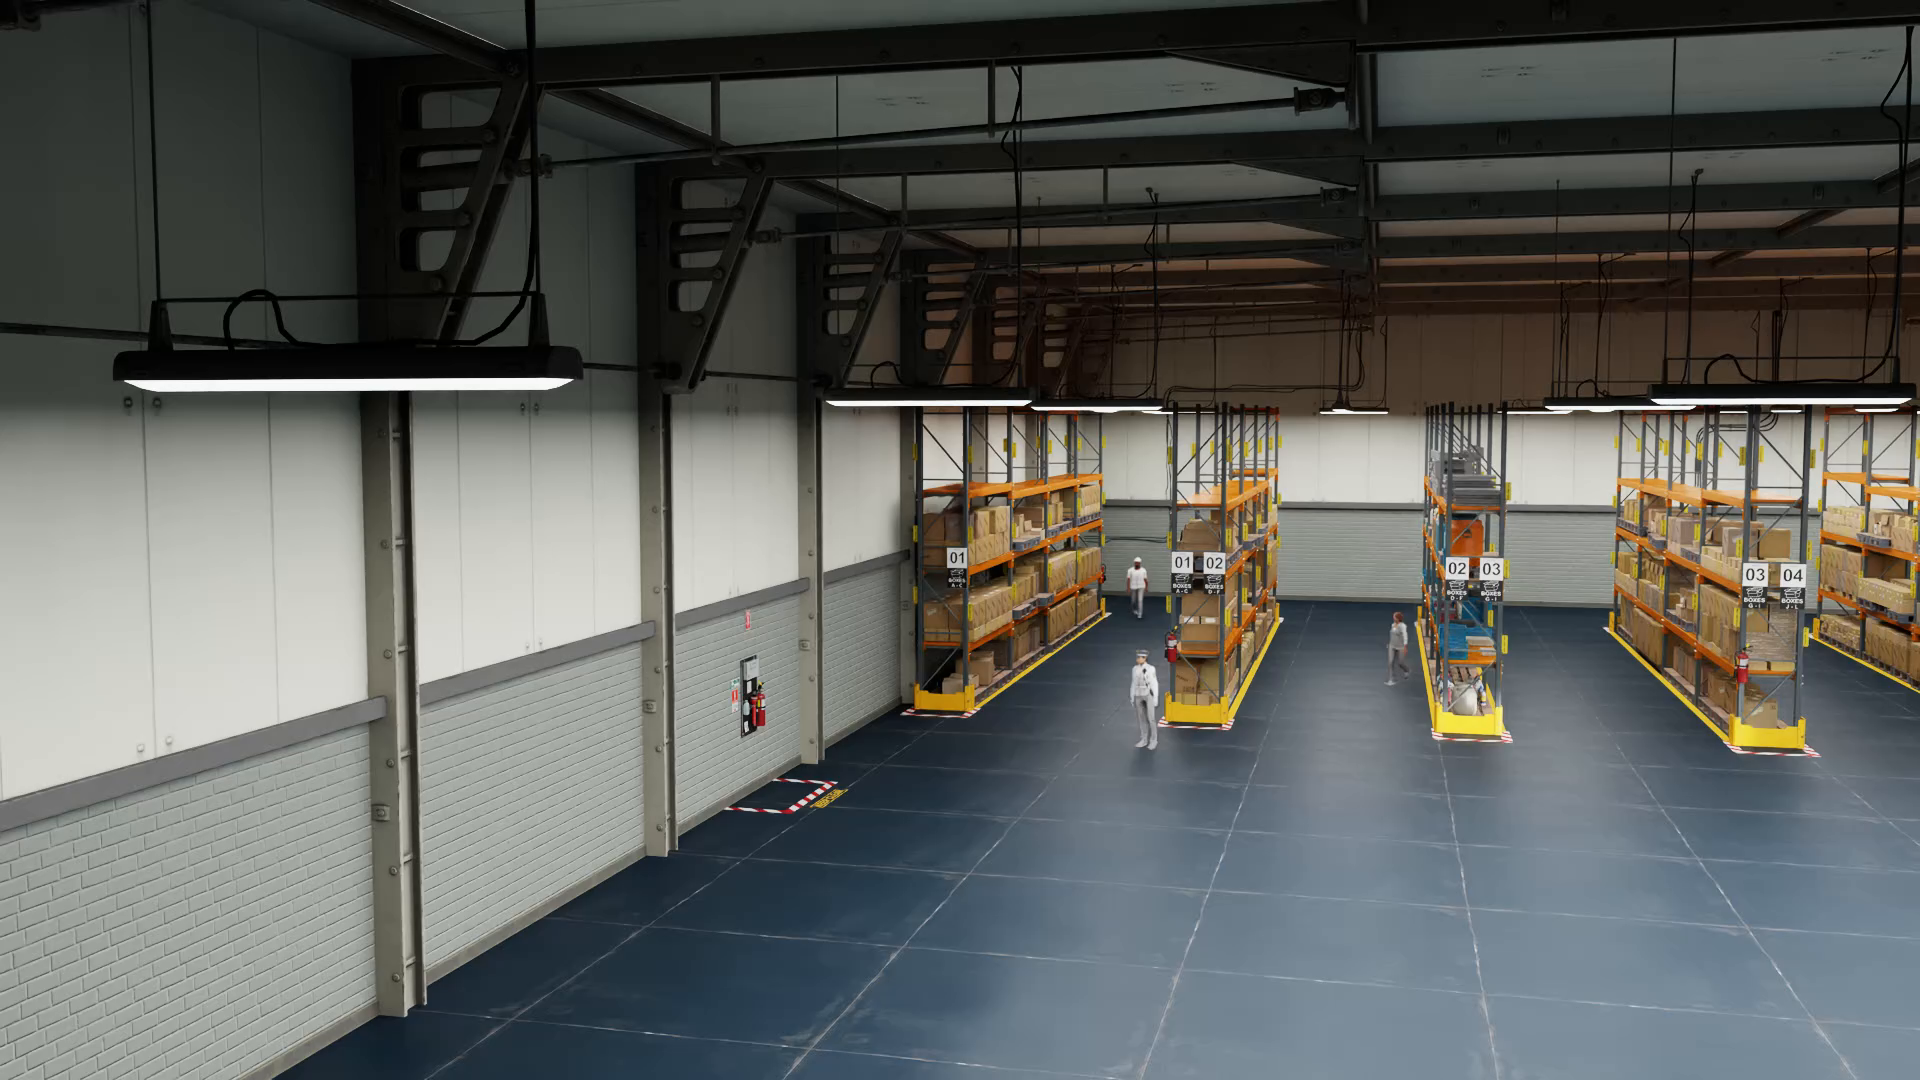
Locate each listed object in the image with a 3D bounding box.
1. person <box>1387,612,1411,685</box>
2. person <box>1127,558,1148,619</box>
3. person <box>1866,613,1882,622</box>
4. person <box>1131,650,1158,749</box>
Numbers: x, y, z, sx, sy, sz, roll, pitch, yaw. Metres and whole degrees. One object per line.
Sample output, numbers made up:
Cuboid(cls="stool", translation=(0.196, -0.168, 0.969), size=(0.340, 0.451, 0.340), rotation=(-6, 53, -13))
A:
Cuboid(cls="person", translation=(9.376, 2.307, 35.525), size=(0.480, 1.567, 0.637), rotation=(3, 5, 38))
Cuboid(cls="person", translation=(5.052, 1.360, 47.317), size=(0.609, 1.727, 0.841), rotation=(1, 4, 12))
Cuboid(cls="person", translation=(24.196, 1.619, 44.036), size=(0.485, 1.672, 0.432), rotation=(1, 4, 12))
Cuboid(cls="person", translation=(3.193, 2.763, 28.900), size=(0.547, 1.718, 0.349), rotation=(4, 5, 40))
